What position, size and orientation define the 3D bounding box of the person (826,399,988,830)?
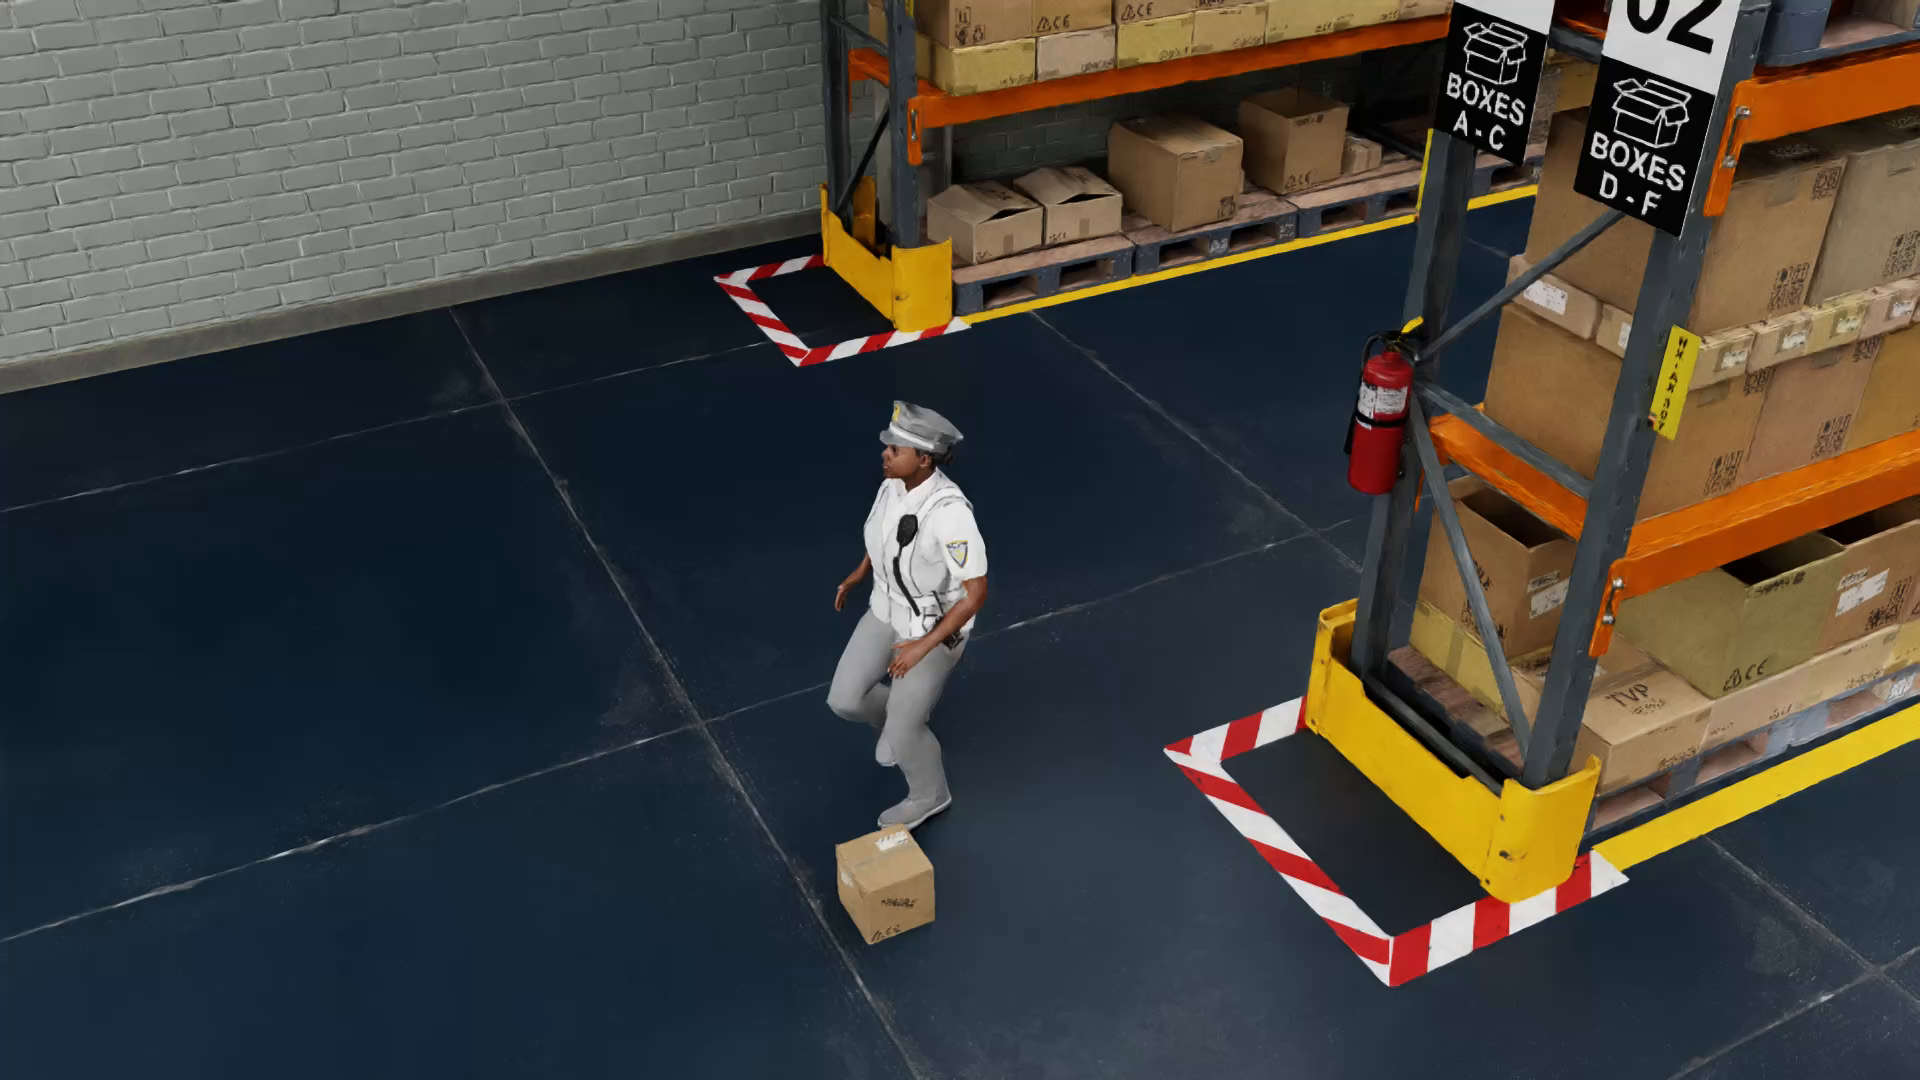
[{"bbox_3d":[-0.188,0.302,5.687,0.465,1.663,0.632,-23,39,-30],"label":"person"}]
